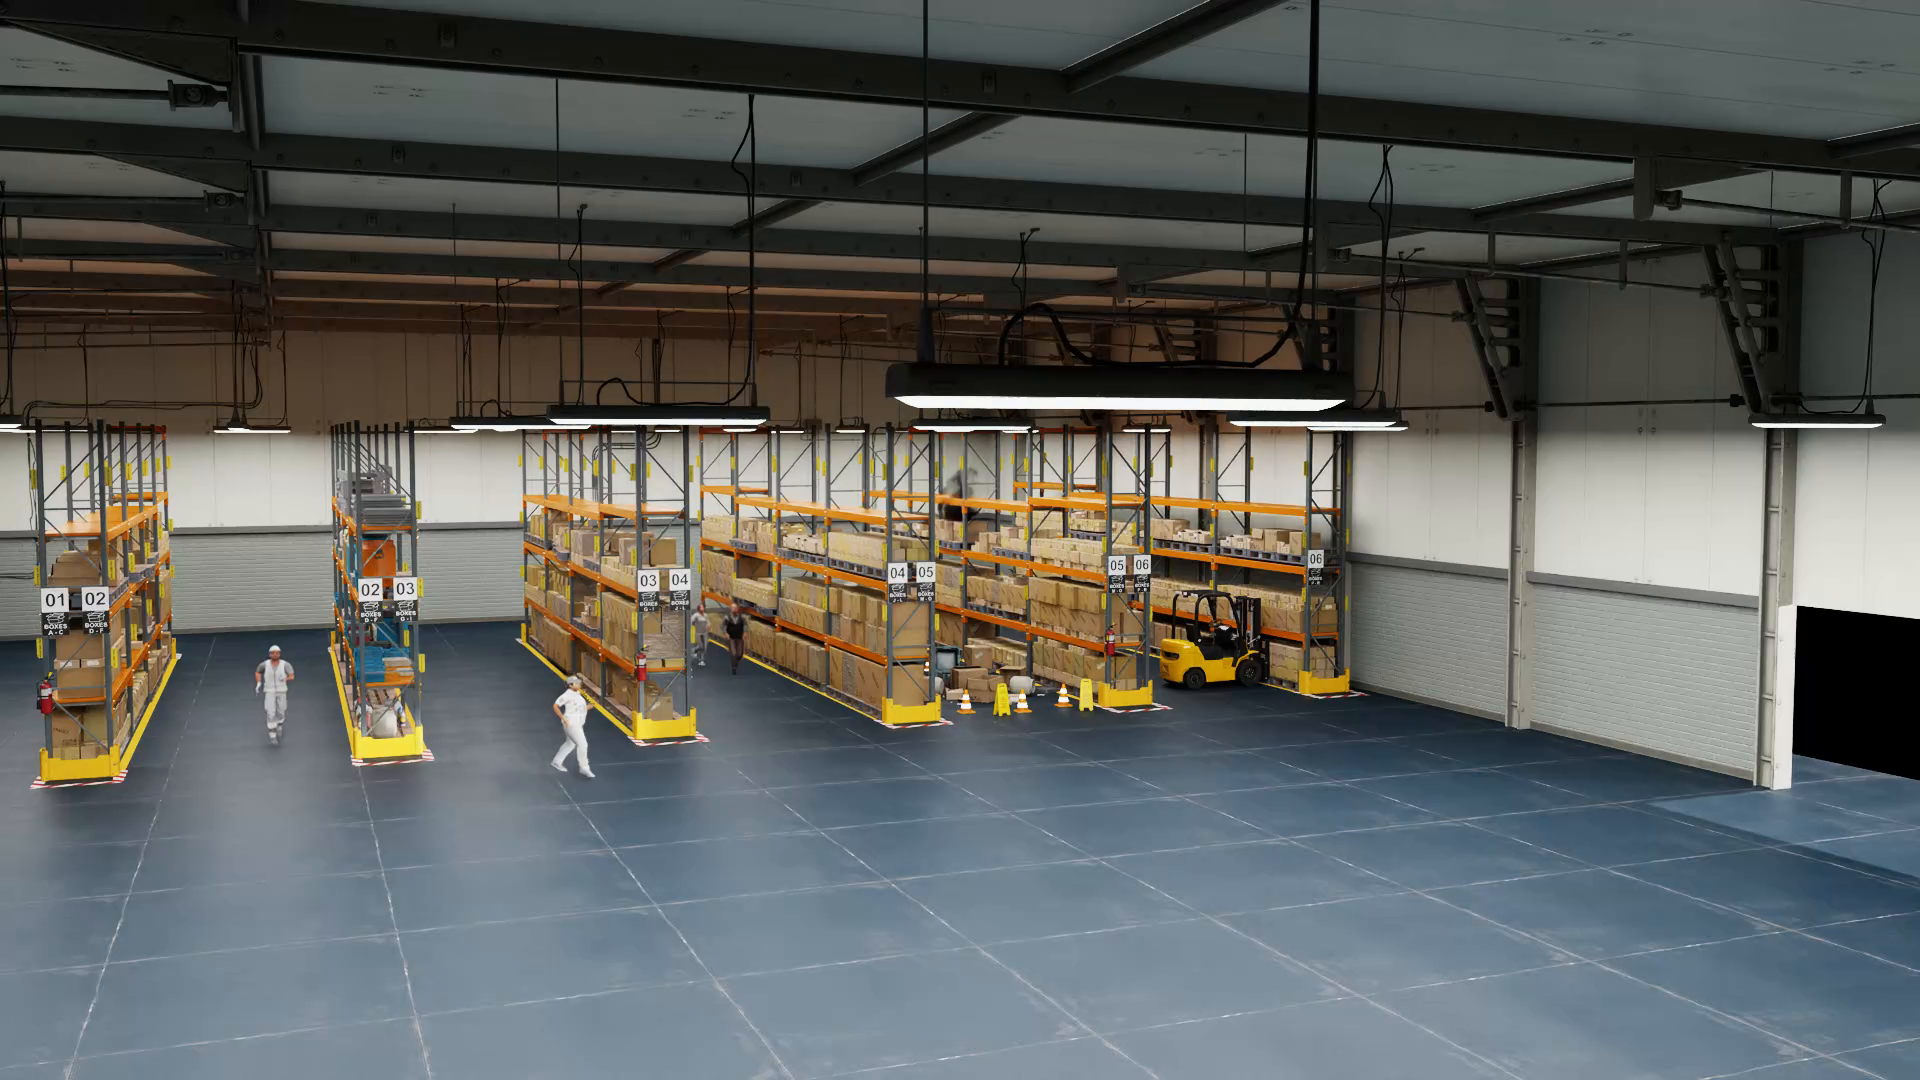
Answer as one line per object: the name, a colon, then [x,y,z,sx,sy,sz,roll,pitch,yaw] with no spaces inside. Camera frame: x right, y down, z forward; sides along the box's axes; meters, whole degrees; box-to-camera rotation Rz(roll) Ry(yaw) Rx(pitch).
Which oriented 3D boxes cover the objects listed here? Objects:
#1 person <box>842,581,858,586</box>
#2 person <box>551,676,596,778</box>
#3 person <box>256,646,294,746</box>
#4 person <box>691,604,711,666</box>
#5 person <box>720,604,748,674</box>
person: [-3.320,1.647,51.220,0.943,1.774,0.717,0,4,-3]
person: [-6.514,3.136,27.963,0.836,1.711,0.586,0,4,5]
person: [-12.748,2.861,30.966,0.662,1.797,0.928,-2,4,-27]
person: [-6.475,2.357,41.476,0.549,1.552,0.556,-2,4,-33]
person: [-5.460,2.379,40.180,0.668,1.681,0.641,-1,4,-19]
